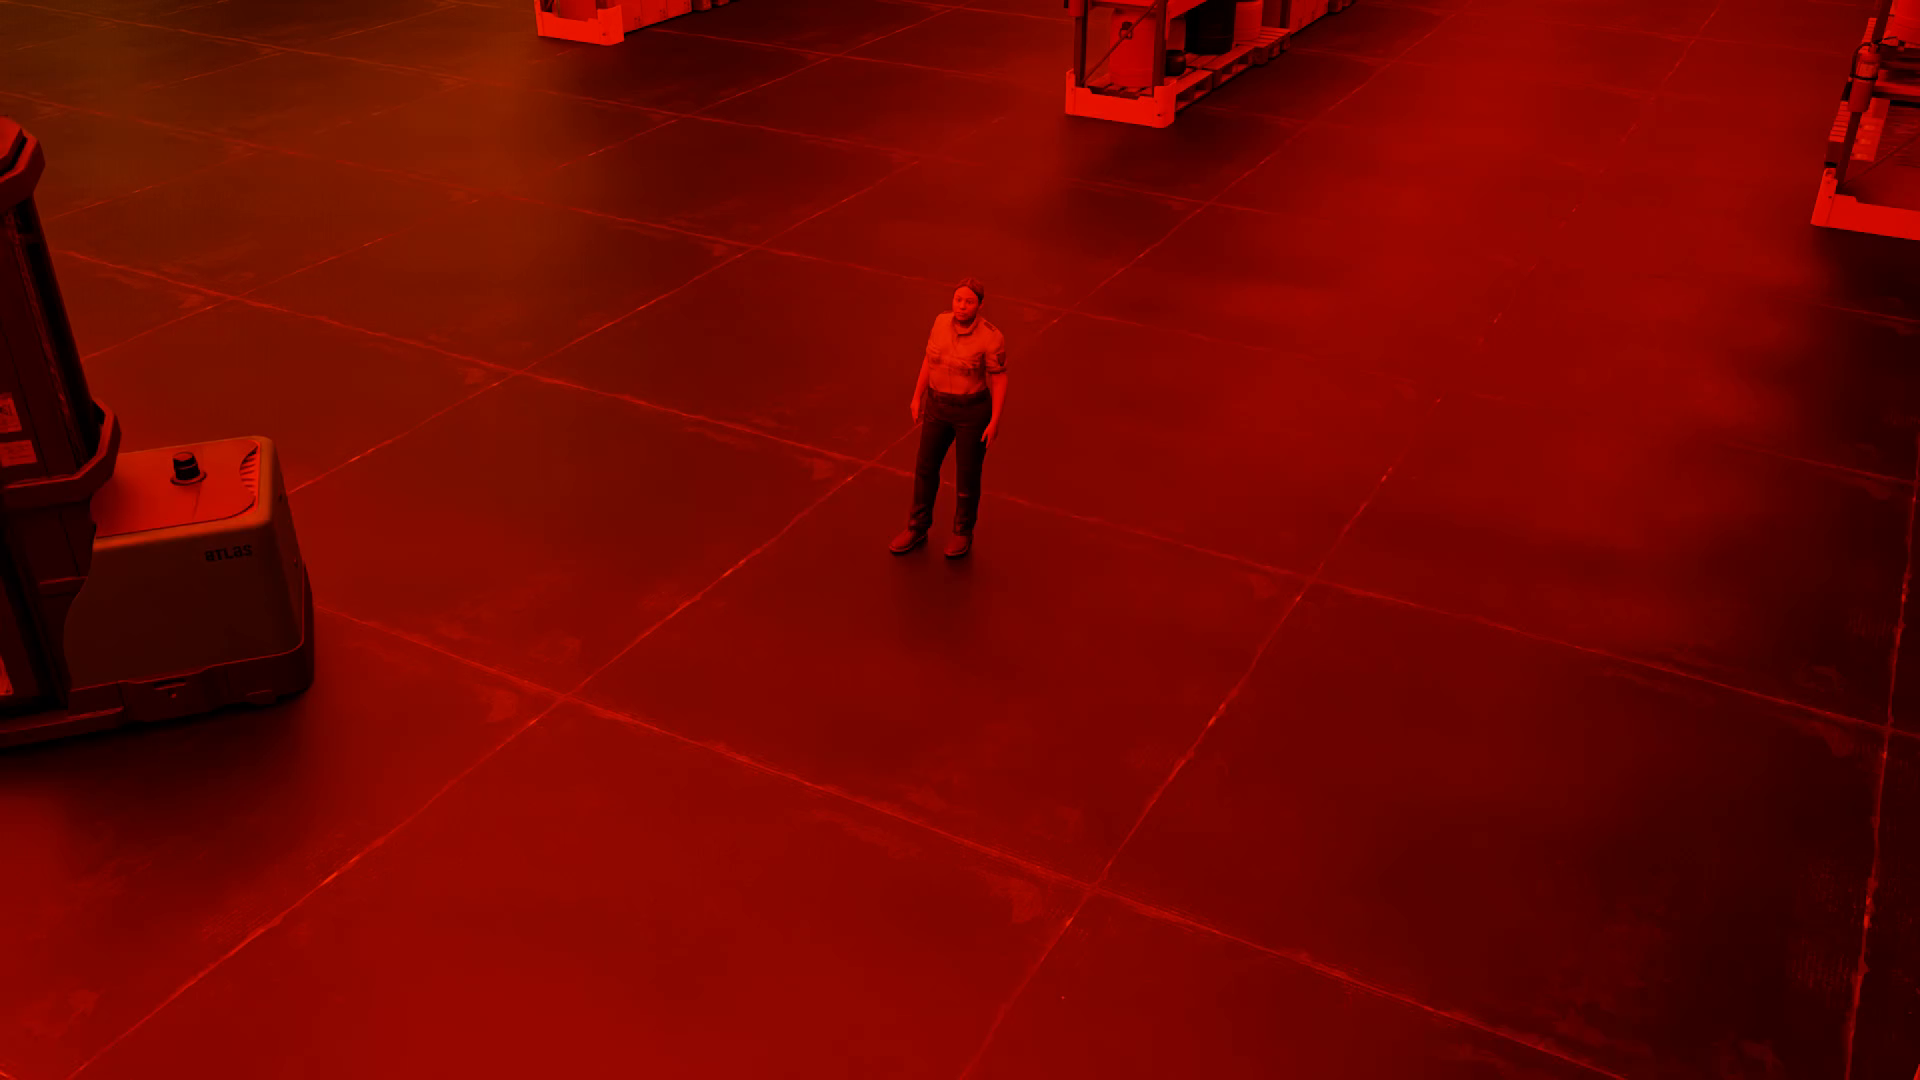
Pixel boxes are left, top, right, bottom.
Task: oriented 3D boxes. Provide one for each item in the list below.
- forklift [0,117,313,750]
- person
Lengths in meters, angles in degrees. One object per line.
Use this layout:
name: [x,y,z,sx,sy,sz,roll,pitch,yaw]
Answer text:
forklift: [-4.921,-0.444,7.840,3.031,2.935,1.130,-10,31,-16]
person: [-0.064,-0.686,9.529,0.598,1.651,0.502,15,33,25]
